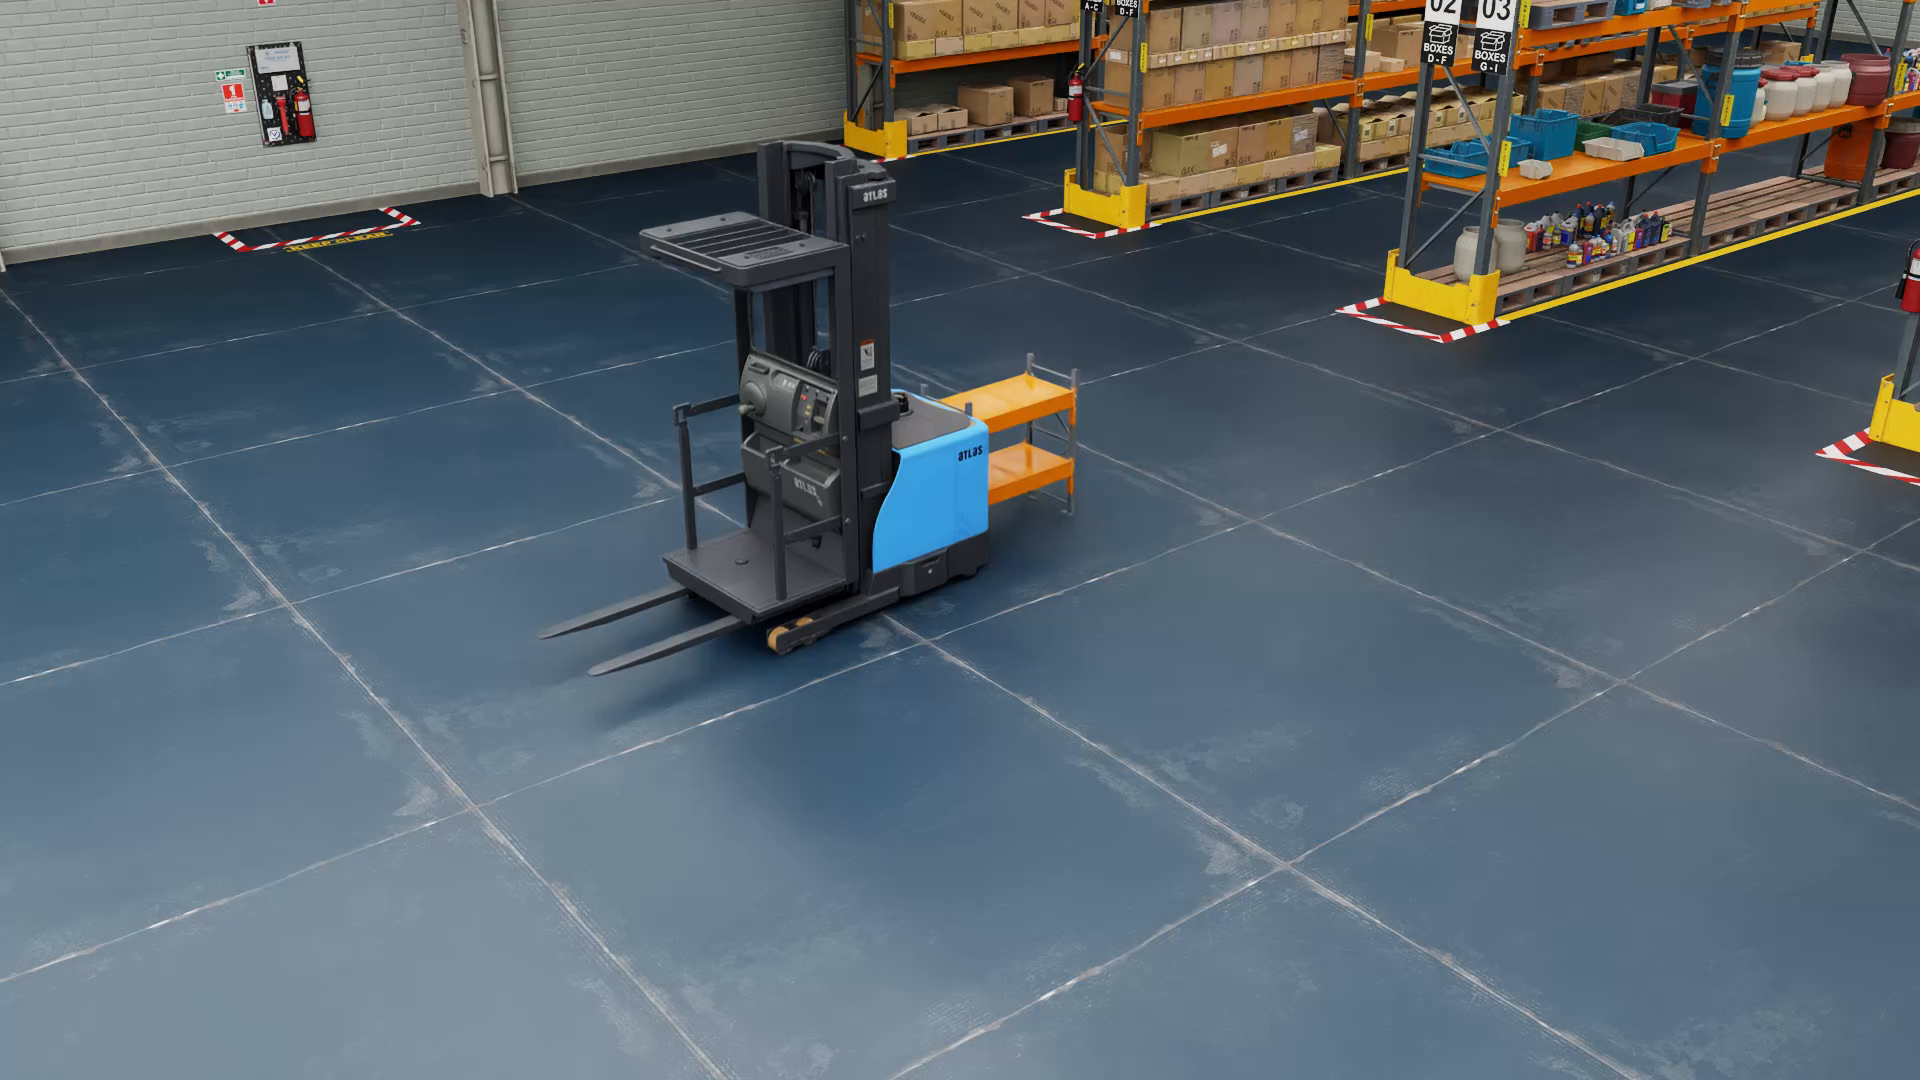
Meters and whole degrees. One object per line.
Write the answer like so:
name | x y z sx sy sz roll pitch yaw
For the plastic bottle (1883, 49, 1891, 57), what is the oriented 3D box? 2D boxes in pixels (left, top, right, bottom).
plastic bottle | 12.234 -6.304 21.956 0.185 0.351 0.144 -18 31 -34

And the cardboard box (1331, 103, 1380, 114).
cardboard box | 5.475 -5.893 23.114 0.500 0.311 0.500 -17 30 -33

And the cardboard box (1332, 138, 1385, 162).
cardboard box | 5.398 -5.324 22.554 0.500 0.250 0.500 -19 31 -35

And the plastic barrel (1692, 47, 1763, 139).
plastic barrel | 8.472 -4.944 18.371 0.708 0.901 0.600 -18 31 -34

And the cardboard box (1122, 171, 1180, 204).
cardboard box | 2.339 -4.328 20.407 0.500 0.250 0.500 -18 31 -34

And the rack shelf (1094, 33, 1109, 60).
rack shelf | 3.441 -8.192 26.819 4.000 0.370 1.077 -18 31 -34

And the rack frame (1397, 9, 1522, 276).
rack frame | 4.833 -3.677 16.238 0.127 3.000 1.000 -18 31 -34

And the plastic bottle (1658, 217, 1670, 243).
plastic bottle | 7.806 -3.450 18.451 0.133 0.283 0.061 -17 30 -32

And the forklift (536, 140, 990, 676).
forklift | -1.229 -0.868 10.266 3.031 2.935 1.130 -21 32 -37

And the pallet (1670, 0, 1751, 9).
pallet | 7.473 -5.772 17.411 1.003 0.211 1.213 -18 31 -34

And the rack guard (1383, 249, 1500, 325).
rack guard | 4.864 -2.579 16.840 0.348 0.500 1.175 -18 31 -34

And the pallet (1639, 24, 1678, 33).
pallet | 10.526 -8.178 26.163 1.213 0.211 1.003 -18 31 -34

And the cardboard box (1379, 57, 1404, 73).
cardboard box | 5.751 -6.407 22.417 0.250 0.149 0.380 -18 31 -34

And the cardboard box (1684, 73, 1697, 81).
cardboard box | 11.686 -7.454 27.046 0.500 0.311 0.500 -18 31 -34

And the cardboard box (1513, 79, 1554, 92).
cardboard box | 8.666 -6.784 25.378 0.500 0.500 0.500 -17 30 -32

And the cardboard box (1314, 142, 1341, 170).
cardboard box | 4.697 -5.109 22.089 0.500 0.250 0.500 -18 31 -34

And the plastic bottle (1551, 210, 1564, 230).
plastic bottle | 6.607 -3.483 18.442 0.185 0.351 0.144 -19 31 -34

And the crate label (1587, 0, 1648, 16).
crate label | 6.510 -5.347 16.449 0.408 0.251 0.502 -18 31 -34

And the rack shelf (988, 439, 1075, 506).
rack shelf | 0.286 -0.410 12.006 1.000 0.278 0.538 -21 32 -37

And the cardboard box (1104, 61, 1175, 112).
cardboard box | 2.155 -5.482 20.007 0.500 0.500 0.700 -18 31 -34

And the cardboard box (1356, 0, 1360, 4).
cardboard box | 6.829 -9.409 28.863 0.250 0.149 0.380 -17 30 -32

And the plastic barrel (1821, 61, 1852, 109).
plastic barrel | 10.451 -5.468 19.964 0.421 0.512 0.421 0 25 0

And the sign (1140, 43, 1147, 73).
sign | 2.117 -5.562 19.177 0.005 0.325 0.100 -18 31 -34

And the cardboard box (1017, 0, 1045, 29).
cardboard box | 0.894 -7.796 24.375 0.500 0.500 0.500 -19 31 -35

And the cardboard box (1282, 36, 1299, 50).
cardboard box | 4.044 -6.293 20.983 0.250 0.149 0.380 -18 31 -34

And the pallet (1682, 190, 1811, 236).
pallet | 9.536 -3.987 20.218 1.213 0.211 1.003 -18 31 -34

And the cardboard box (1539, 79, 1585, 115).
cardboard box | 9.018 -6.625 25.035 0.500 0.500 0.500 -20 31 -36

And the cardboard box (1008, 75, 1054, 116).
cardboard box | 1.076 -6.781 25.372 0.500 0.500 0.500 -21 32 -38

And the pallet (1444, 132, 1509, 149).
pallet | 7.403 -5.932 24.407 1.213 0.211 1.003 -18 31 -34

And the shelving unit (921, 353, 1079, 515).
shelving unit | 0.286 -0.632 11.903 1.048 1.125 0.538 -21 32 -37

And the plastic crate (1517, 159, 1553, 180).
plastic crate | 5.736 -3.684 16.565 0.250 0.136 0.298 -18 31 -34

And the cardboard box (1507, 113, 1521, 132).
cardboard box | 7.811 -6.123 24.275 0.500 0.250 0.500 -17 30 -33

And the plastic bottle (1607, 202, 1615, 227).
plastic bottle | 7.460 -3.741 19.093 0.097 0.271 0.097 0 25 0

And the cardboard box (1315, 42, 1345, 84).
cardboard box | 4.582 -6.286 21.740 0.500 0.500 0.700 -19 31 -35

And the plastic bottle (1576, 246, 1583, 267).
plastic bottle | 6.534 -3.002 17.585 0.097 0.201 0.097 0 25 0

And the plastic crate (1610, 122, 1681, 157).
plastic crate | 7.277 -4.272 17.695 0.616 0.251 0.499 -18 31 -34

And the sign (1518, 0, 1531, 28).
sign | 5.169 -4.859 15.209 0.005 0.325 0.100 -18 31 -34

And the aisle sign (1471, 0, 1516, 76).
aisle sign | 4.957 -4.741 15.441 0.004 0.787 0.394 -18 31 -34

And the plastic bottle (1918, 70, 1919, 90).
plastic bottle | 12.166 -5.848 21.053 0.133 0.283 0.061 -18 31 -34

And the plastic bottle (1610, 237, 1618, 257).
plastic bottle | 7.040 -3.170 17.945 0.097 0.201 0.097 0 25 0

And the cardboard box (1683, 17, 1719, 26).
cardboard box | 11.792 -8.524 26.562 0.500 0.500 0.500 -17 30 -33

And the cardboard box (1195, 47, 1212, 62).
cardboard box | 2.824 -5.888 20.112 0.250 0.149 0.380 -19 31 -35

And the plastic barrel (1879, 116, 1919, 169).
plastic barrel | 12.392 -5.278 22.053 0.708 0.588 0.600 -18 31 -34

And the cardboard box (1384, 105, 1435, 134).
cardboard box | 6.210 -5.844 23.007 0.500 0.311 0.500 -19 31 -36

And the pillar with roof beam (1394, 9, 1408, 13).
pillar with roof beam | 10.836 -11.840 26.699 0.400 9.000 9.100 -18 31 -34

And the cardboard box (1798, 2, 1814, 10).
cardboard box | 14.186 -9.314 28.265 0.500 0.500 0.500 -17 30 -32

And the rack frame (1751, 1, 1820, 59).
rack frame | 14.370 -9.476 28.731 0.127 3.000 1.000 -18 31 -34

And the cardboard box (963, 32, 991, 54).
cardboard box | 0.104 -7.192 23.965 0.500 0.250 0.500 -19 31 -35

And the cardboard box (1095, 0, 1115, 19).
cardboard box | 2.289 -8.364 25.695 0.500 0.500 0.700 -18 30 -34

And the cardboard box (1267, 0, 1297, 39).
cardboard box | 3.791 -6.613 20.904 0.500 0.500 0.700 -18 31 -34

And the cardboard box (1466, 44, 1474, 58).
cardboard box | 7.106 -6.934 23.552 0.250 0.149 0.380 -16 29 -30

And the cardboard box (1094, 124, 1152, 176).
cardboard box | 2.018 -4.841 20.621 0.500 0.500 0.500 -18 31 -34

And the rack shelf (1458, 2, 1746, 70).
rack shelf | 6.407 -5.231 16.877 4.000 0.370 1.077 -18 31 -34

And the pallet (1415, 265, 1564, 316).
pallet | 5.507 -2.657 17.352 1.213 0.211 1.003 -18 31 -34

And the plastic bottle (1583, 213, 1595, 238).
plastic bottle | 7.050 -3.529 18.635 0.097 0.271 0.097 0 25 0
